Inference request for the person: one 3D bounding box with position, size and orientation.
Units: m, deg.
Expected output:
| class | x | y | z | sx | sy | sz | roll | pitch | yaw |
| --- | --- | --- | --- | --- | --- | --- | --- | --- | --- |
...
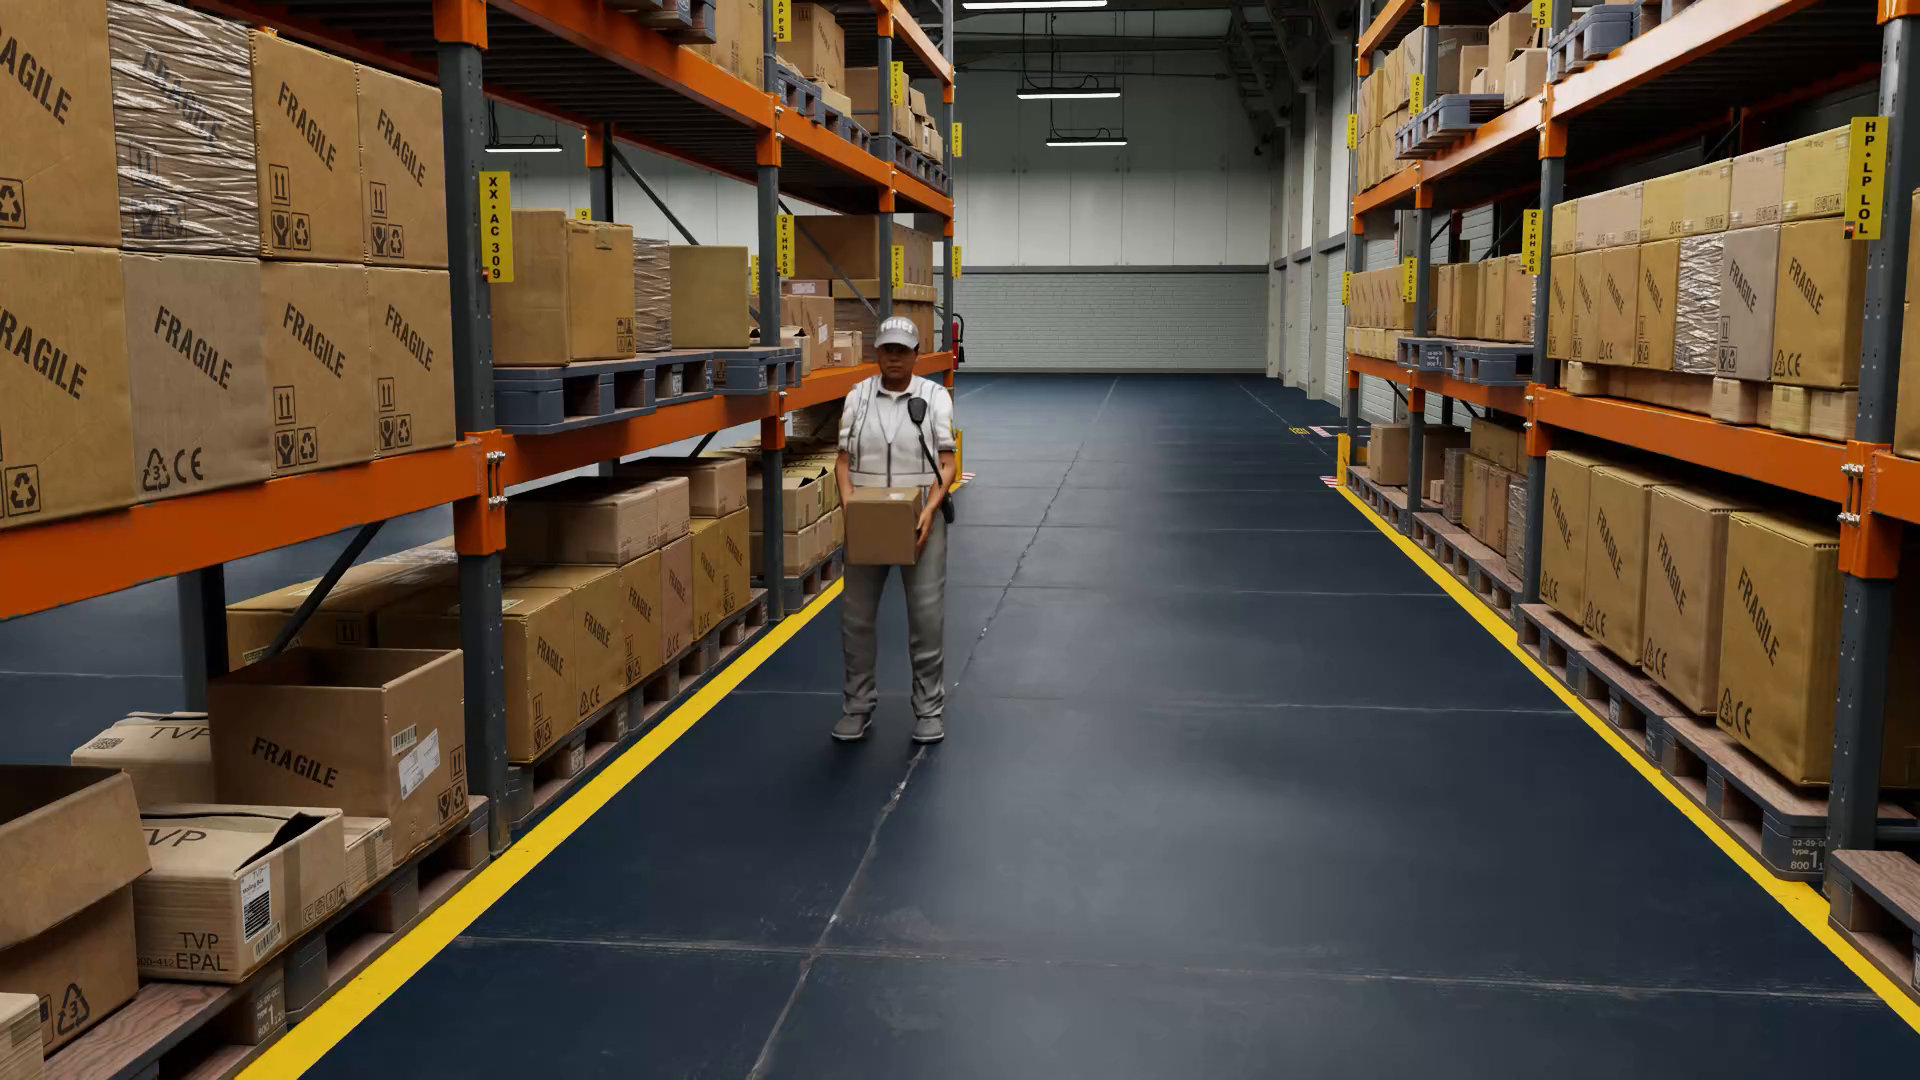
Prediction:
| class | x | y | z | sx | sy | sz | roll | pitch | yaw |
| --- | --- | --- | --- | --- | --- | --- | --- | --- | --- |
| person | -0.259 | -0.043 | 6.573 | 0.493 | 1.671 | 0.491 | 1 | 8 | 7 |
